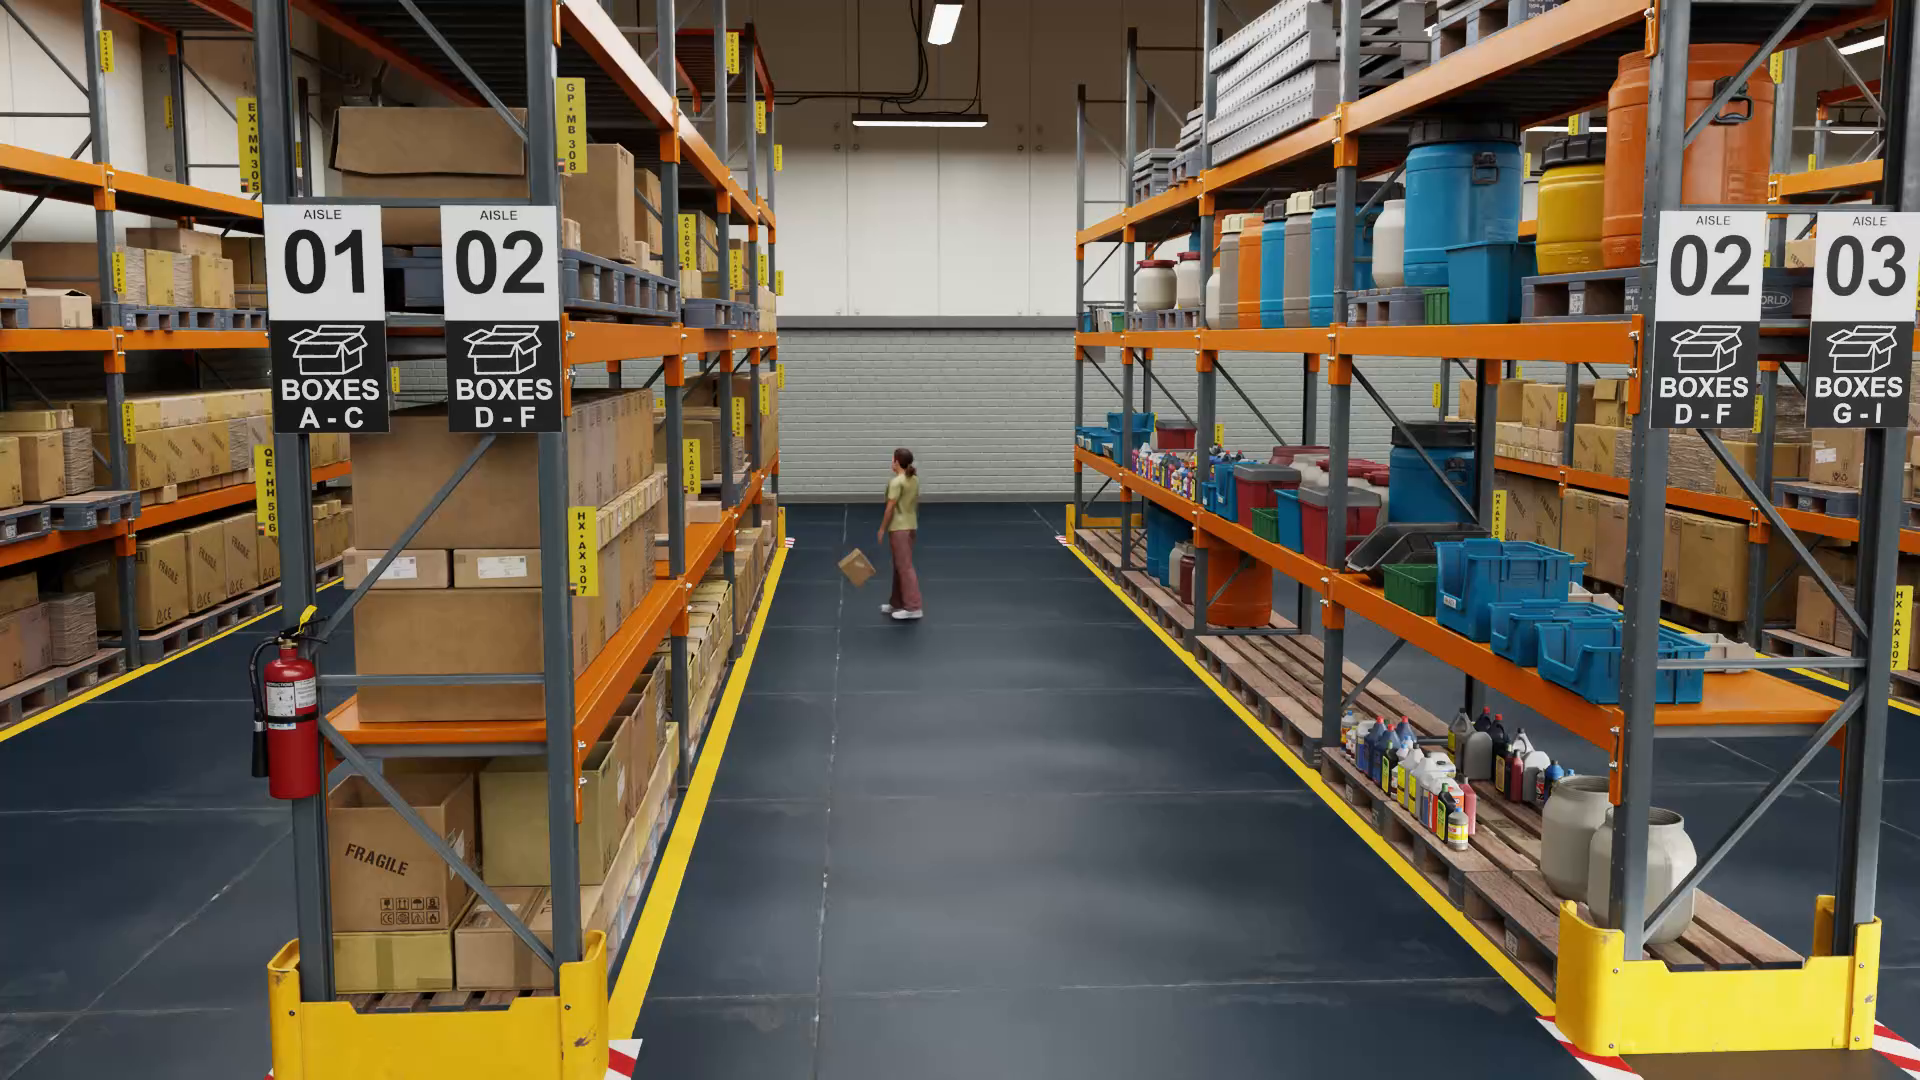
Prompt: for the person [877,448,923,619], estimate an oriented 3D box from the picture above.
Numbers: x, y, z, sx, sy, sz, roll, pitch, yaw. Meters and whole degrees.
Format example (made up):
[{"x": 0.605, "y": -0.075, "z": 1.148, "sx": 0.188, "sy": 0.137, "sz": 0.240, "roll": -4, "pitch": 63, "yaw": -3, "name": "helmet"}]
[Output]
[{"x": -0.593, "y": -0.076, "z": 16.368, "sx": 0.607, "sy": 1.667, "sz": 0.544, "roll": 4, "pitch": 8, "yaw": 30, "name": "person"}]
